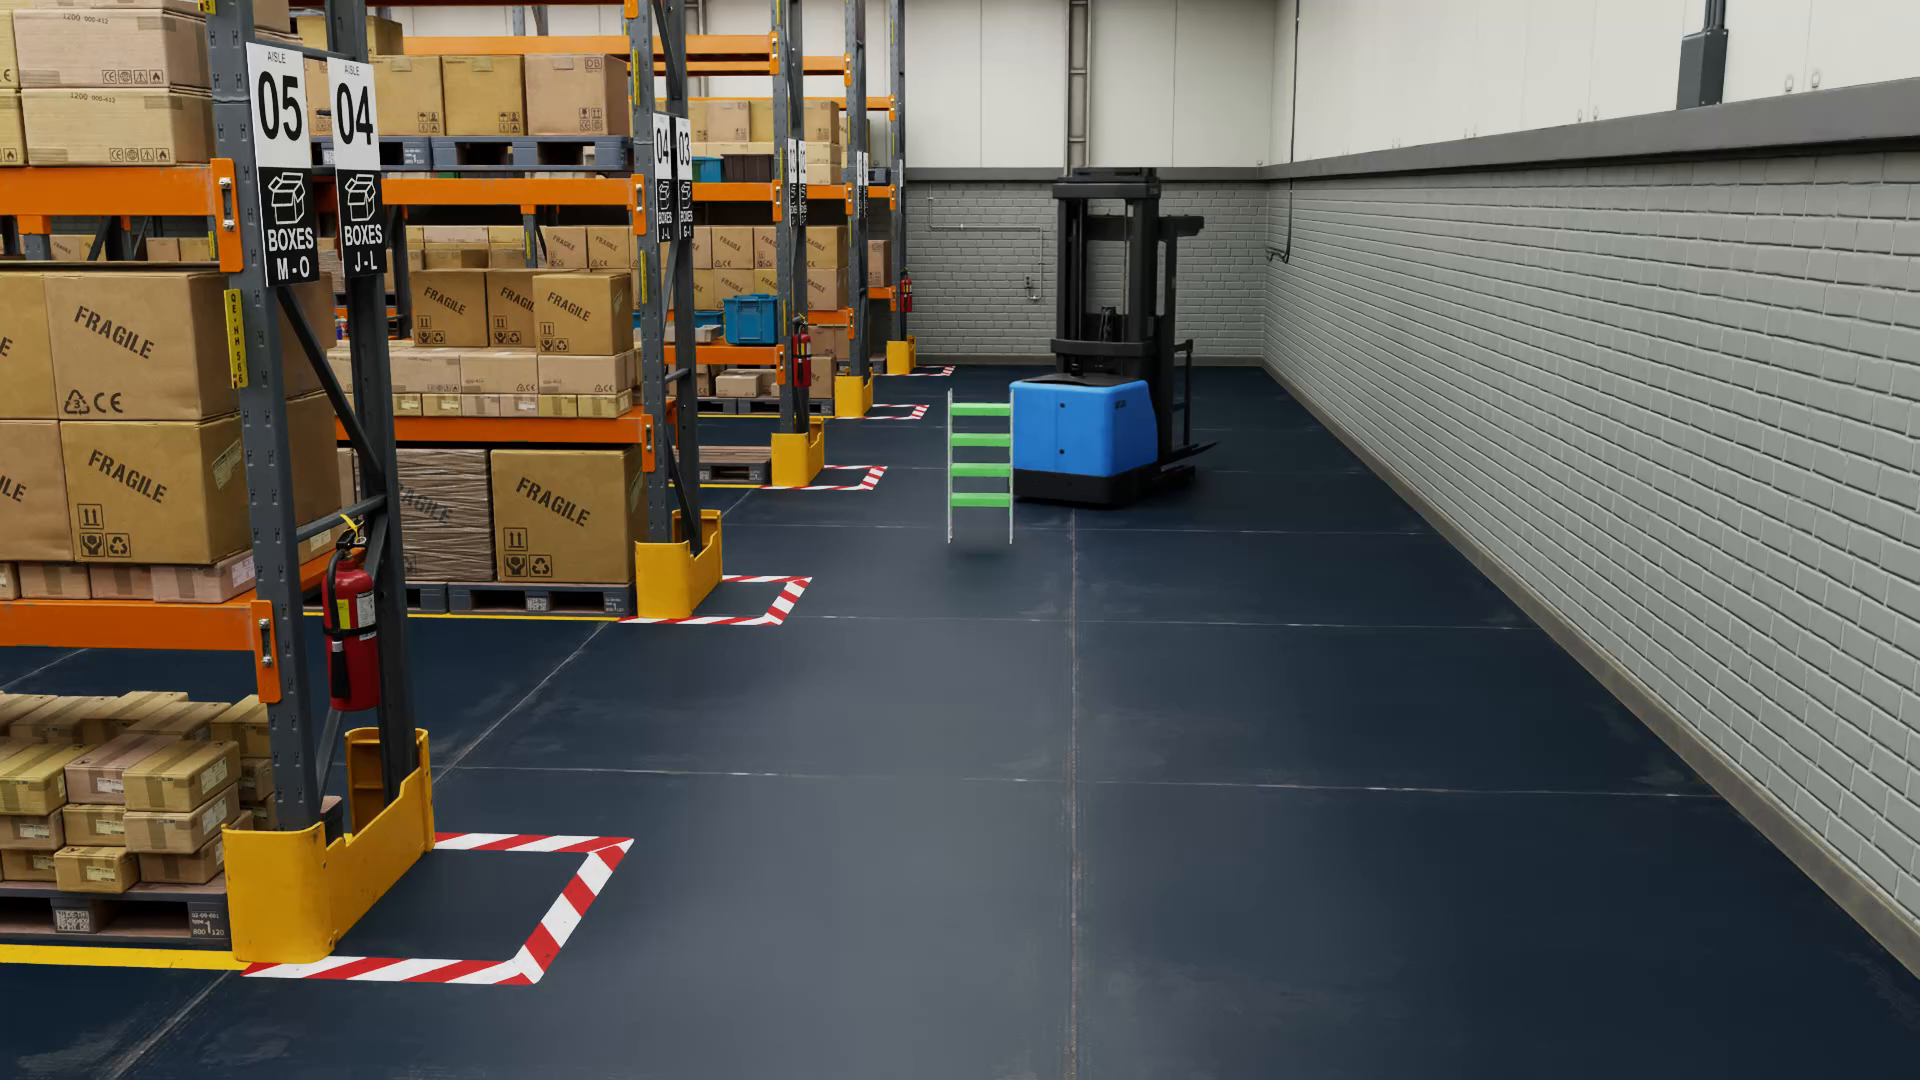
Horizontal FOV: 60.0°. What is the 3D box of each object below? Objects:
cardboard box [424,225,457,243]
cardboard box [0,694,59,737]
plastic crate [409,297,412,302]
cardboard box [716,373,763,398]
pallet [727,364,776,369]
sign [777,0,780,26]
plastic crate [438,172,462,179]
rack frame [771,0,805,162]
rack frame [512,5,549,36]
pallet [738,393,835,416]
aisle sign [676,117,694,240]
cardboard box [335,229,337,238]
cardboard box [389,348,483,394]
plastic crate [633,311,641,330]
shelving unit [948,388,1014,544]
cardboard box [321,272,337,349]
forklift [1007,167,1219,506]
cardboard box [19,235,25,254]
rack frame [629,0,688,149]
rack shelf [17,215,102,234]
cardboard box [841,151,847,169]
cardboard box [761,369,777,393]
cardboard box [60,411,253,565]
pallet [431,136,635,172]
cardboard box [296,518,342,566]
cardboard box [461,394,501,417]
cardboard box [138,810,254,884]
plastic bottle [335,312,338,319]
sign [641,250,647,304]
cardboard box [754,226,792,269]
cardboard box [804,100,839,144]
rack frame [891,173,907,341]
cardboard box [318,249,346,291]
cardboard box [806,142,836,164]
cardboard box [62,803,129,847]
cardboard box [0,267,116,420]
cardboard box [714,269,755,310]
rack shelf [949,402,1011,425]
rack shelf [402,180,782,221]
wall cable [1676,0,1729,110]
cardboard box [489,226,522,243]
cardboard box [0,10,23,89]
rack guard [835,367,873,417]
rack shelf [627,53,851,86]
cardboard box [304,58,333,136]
[{"bbox_3d":[-7.944,-4.726,25.683,0.500,0.250,0.500,1,12,3],"label":"cardboard box"},{"bbox_3d":[-3.914,0.758,6.804,0.250,0.149,0.380,1,12,6],"label":"cardboard box"},{"bbox_3d":[-5.099,-2.227,16.479,0.575,0.384,0.392,1,12,4],"label":"plastic crate"},{"bbox_3d":[-2.766,-1.945,20.879,0.500,0.250,0.500,1,12,4],"label":"cardboard box"},{"bbox_3d":[-2.951,-2.758,25.938,1.213,0.211,1.003,1,12,4],"label":"pallet"},{"bbox_3d":[-1.617,-4.753,14.800,0.005,0.325,0.100,1,12,4],"label":"sign"},{"bbox_3d":[-5.144,-3.562,16.163,0.662,0.188,0.450,1,12,4],"label":"plastic crate"},{"bbox_3d":[-1.596,-5.023,15.305,0.127,3.000,1.000,1,12,4],"label":"rack frame"},{"bbox_3d":[-5.252,-6.090,20.404,0.127,3.000,1.000,1,12,4],"label":"rack frame"},{"bbox_3d":[-2.133,-1.746,21.098,1.213,0.211,1.003,1,12,4],"label":"pallet"},{"bbox_3d":[-1.835,-2.408,11.104,0.004,0.787,0.394,1,12,4],"label":"aisle sign"},{"bbox_3d":[-9.584,-4.802,25.996,0.250,0.149,0.380,-1,12,-6],"label":"cardboard box"},{"bbox_3d":[-3.442,-1.114,10.906,0.500,0.250,0.500,0,12,2],"label":"cardboard box"},{"bbox_3d":[-3.134,-2.123,16.354,0.300,0.233,0.416,1,12,4],"label":"plastic crate"},{"bbox_3d":[0.165,-0.585,13.134,0.503,1.200,0.258,1,12,4],"label":"shelving unit"},{"bbox_3d":[-4.447,-1.496,10.901,0.500,0.500,0.500,0,12,2],"label":"cardboard box"},{"bbox_3d":[1.595,-1.990,15.624,1.130,2.935,3.031,7,14,29],"label":"forklift"},{"bbox_3d":[-14.400,-4.537,26.115,0.500,0.500,0.500,0,12,2],"label":"cardboard box"},{"bbox_3d":[-1.927,-4.012,10.468,0.127,3.000,1.000,1,12,4],"label":"rack frame"},{"bbox_3d":[-7.914,-2.273,11.241,4.000,0.370,1.077,1,12,4],"label":"rack shelf"},{"bbox_3d":[-1.682,-5.716,25.038,0.500,0.250,0.500,1,12,5],"label":"cardboard box"},{"bbox_3d":[-2.284,-2.041,21.338,0.500,0.250,0.500,1,12,4],"label":"cardboard box"},{"bbox_3d":[-2.825,-0.211,5.982,0.500,0.500,0.500,1,12,5],"label":"cardboard box"},{"bbox_3d":[-2.668,-2.508,10.822,1.213,0.211,1.003,1,12,4],"label":"pallet"},{"bbox_3d":[-2.661,-0.012,6.612,0.250,0.149,0.380,1,12,3],"label":"cardboard box"},{"bbox_3d":[-3.064,-0.900,10.860,0.250,0.149,0.380,1,12,5],"label":"cardboard box"},{"bbox_3d":[-2.898,1.162,6.324,0.250,0.149,0.380,1,12,5],"label":"cardboard box"},{"bbox_3d":[-6.271,-2.172,16.639,0.097,0.271,0.097,0,12,0],"label":"plastic bottle"},{"bbox_3d":[-1.977,-1.647,10.410,0.005,0.325,0.100,1,12,4],"label":"sign"},{"bbox_3d":[-2.228,-3.594,20.437,0.500,0.500,0.500,1,12,5],"label":"cardboard box"},{"bbox_3d":[-1.775,-5.109,20.354,0.500,0.500,0.700,1,12,4],"label":"cardboard box"},{"bbox_3d":[-0.934,-4.111,25.595,0.127,3.000,1.000,1,12,4],"label":"rack frame"},{"bbox_3d":[-7.708,-3.426,21.049,0.500,0.500,0.700,3,12,14],"label":"cardboard box"},{"bbox_3d":[-1.791,-4.693,20.198,0.500,0.250,0.500,1,12,4],"label":"cardboard box"},{"bbox_3d":[-3.162,1.017,6.289,0.250,0.149,0.380,1,12,2],"label":"cardboard box"},{"bbox_3d":[-3.338,-0.710,5.922,0.500,0.500,0.500,0,12,2],"label":"cardboard box"},{"bbox_3d":[-2.742,-3.113,20.578,0.500,0.500,0.500,1,12,4],"label":"cardboard box"},{"bbox_3d":[0.165,-0.992,13.049,0.480,0.148,0.258,1,12,4],"label":"rack shelf"},{"bbox_3d":[-3.592,-3.230,15.817,4.000,0.370,1.077,1,12,4],"label":"rack shelf"},{"bbox_3d":[3.484,-4.805,6.402,0.120,5.999,2.277,1,12,4],"label":"wall cable"},{"bbox_3d":[-6.935,-4.714,25.626,0.500,0.250,0.500,1,12,3],"label":"cardboard box"},{"bbox_3d":[-3.346,-1.664,5.715,0.500,0.250,0.500,0,12,2],"label":"cardboard box"},{"bbox_3d":[-1.337,-1.876,21.017,0.348,0.500,1.175,1,12,4],"label":"rack guard"},{"bbox_3d":[-3.257,-5.709,20.347,4.000,0.370,1.077,1,12,4],"label":"rack shelf"},{"bbox_3d":[-4.085,-2.859,10.768,0.500,0.500,0.700,1,12,6],"label":"cardboard box"}]
